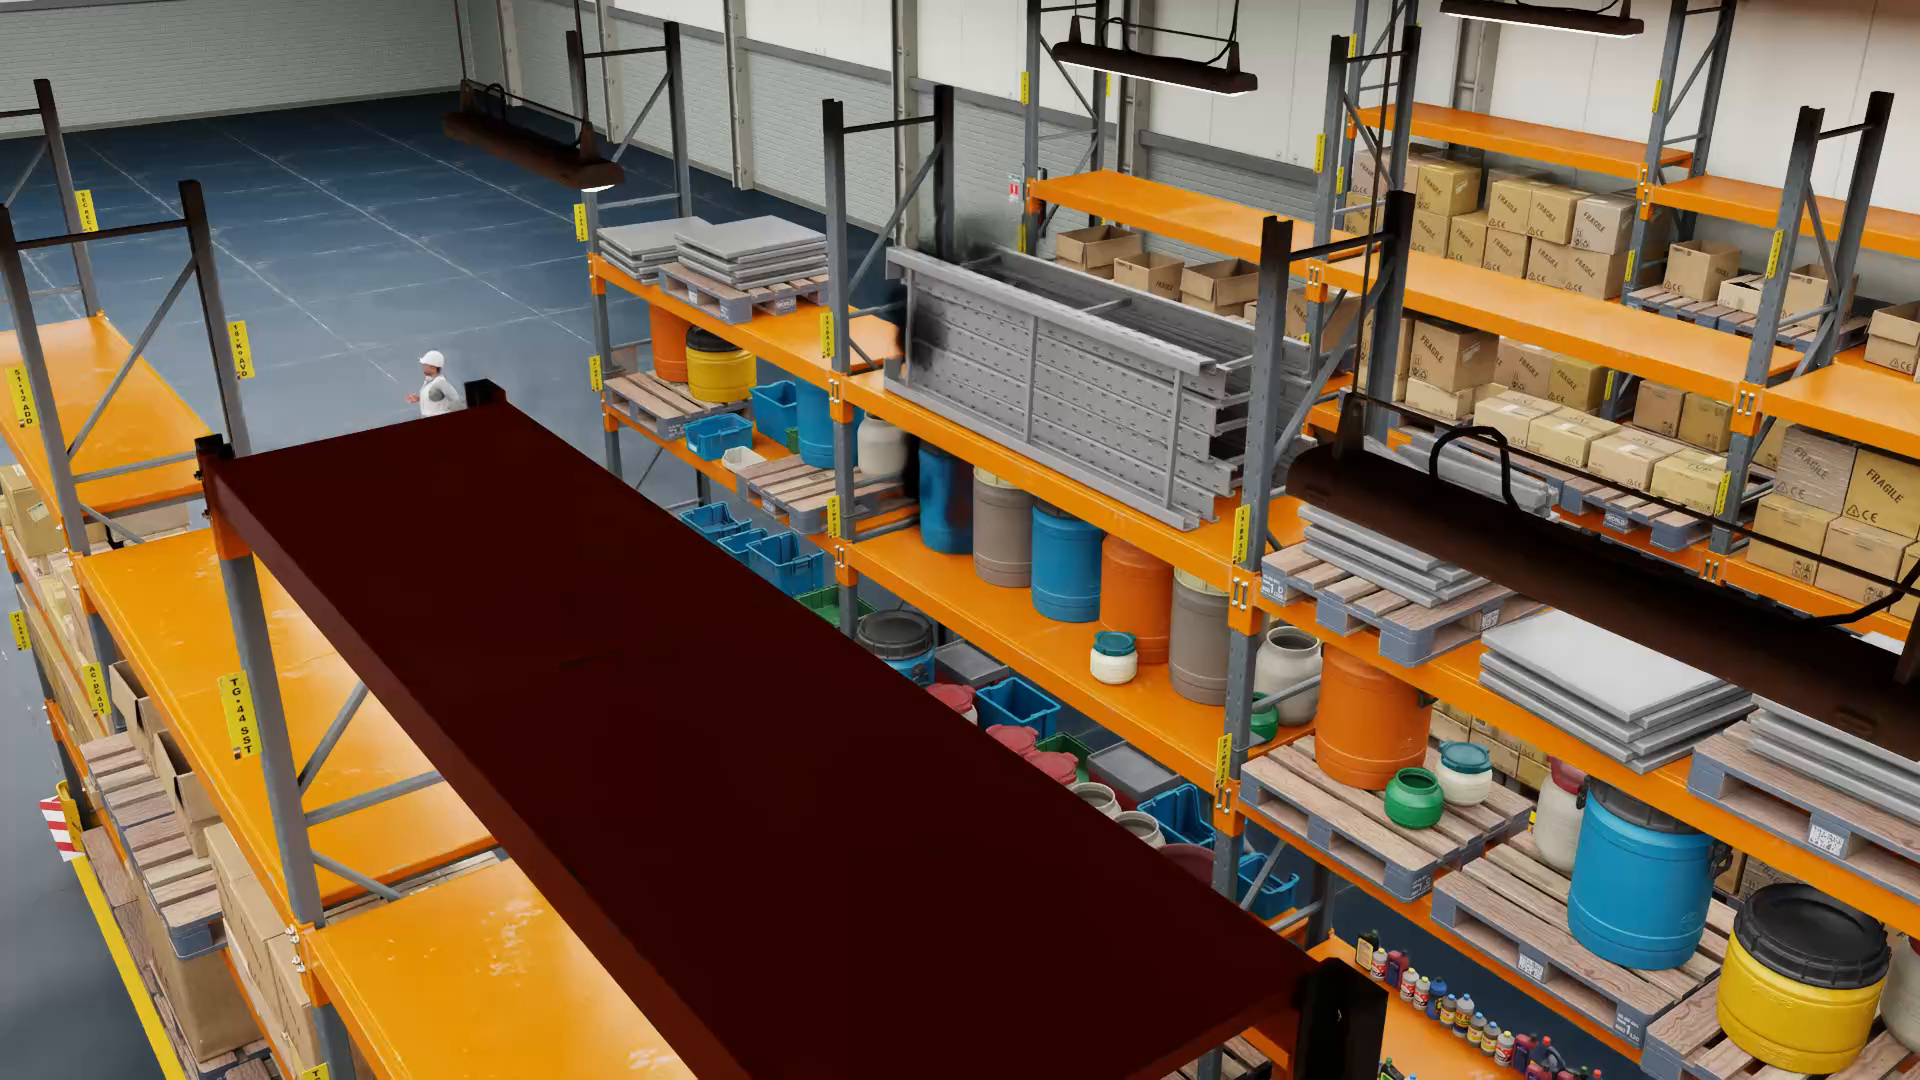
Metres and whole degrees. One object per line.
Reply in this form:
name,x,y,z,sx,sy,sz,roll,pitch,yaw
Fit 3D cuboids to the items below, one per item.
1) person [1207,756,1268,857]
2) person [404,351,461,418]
person,2.055,1.923,12.844,0.573,1.653,0.556,-18,30,-34
person,-6.209,-1.398,19.840,0.950,1.776,0.657,-8,26,-17
